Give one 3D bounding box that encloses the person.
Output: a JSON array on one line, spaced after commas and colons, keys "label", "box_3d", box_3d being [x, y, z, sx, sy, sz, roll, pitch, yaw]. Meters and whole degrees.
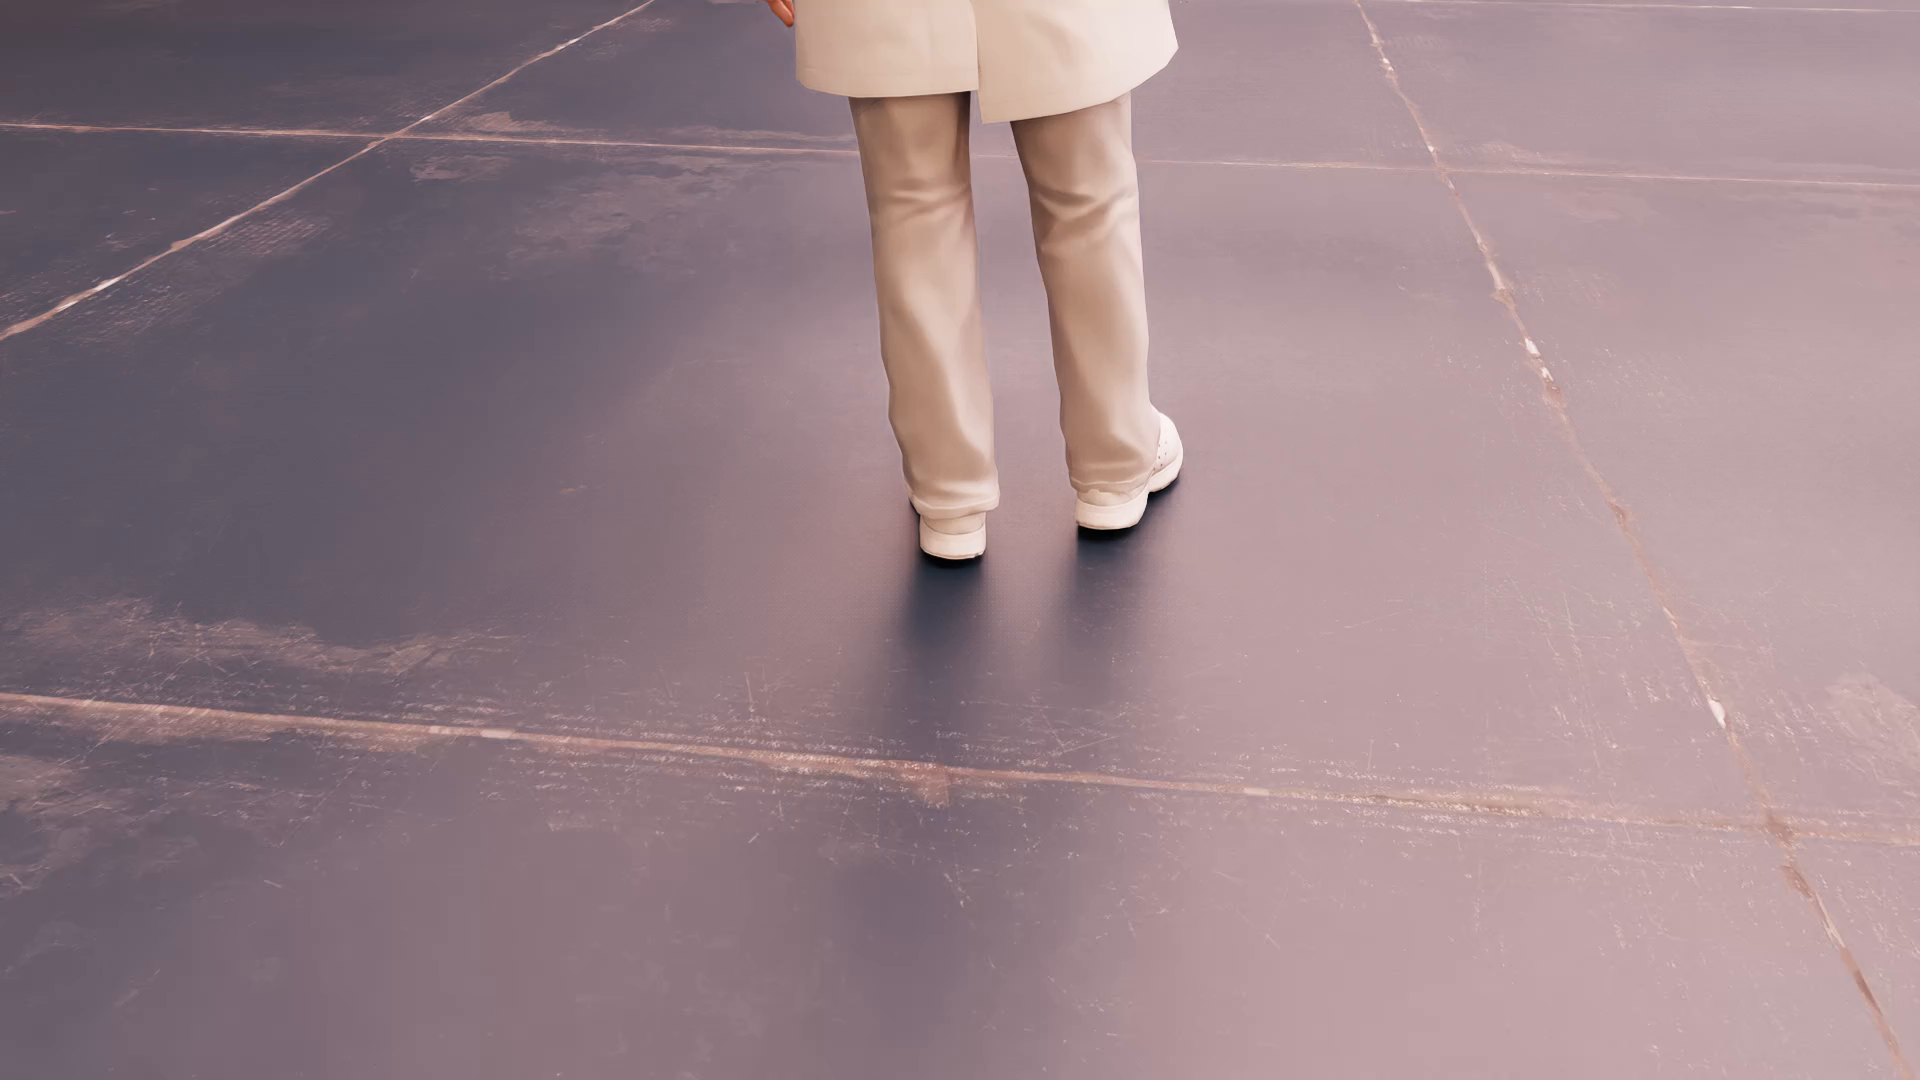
[{"label": "person", "box_3d": [0.016, -0.842, 2.181, 0.698, 1.777, 0.578, 3, 27, 7]}]
